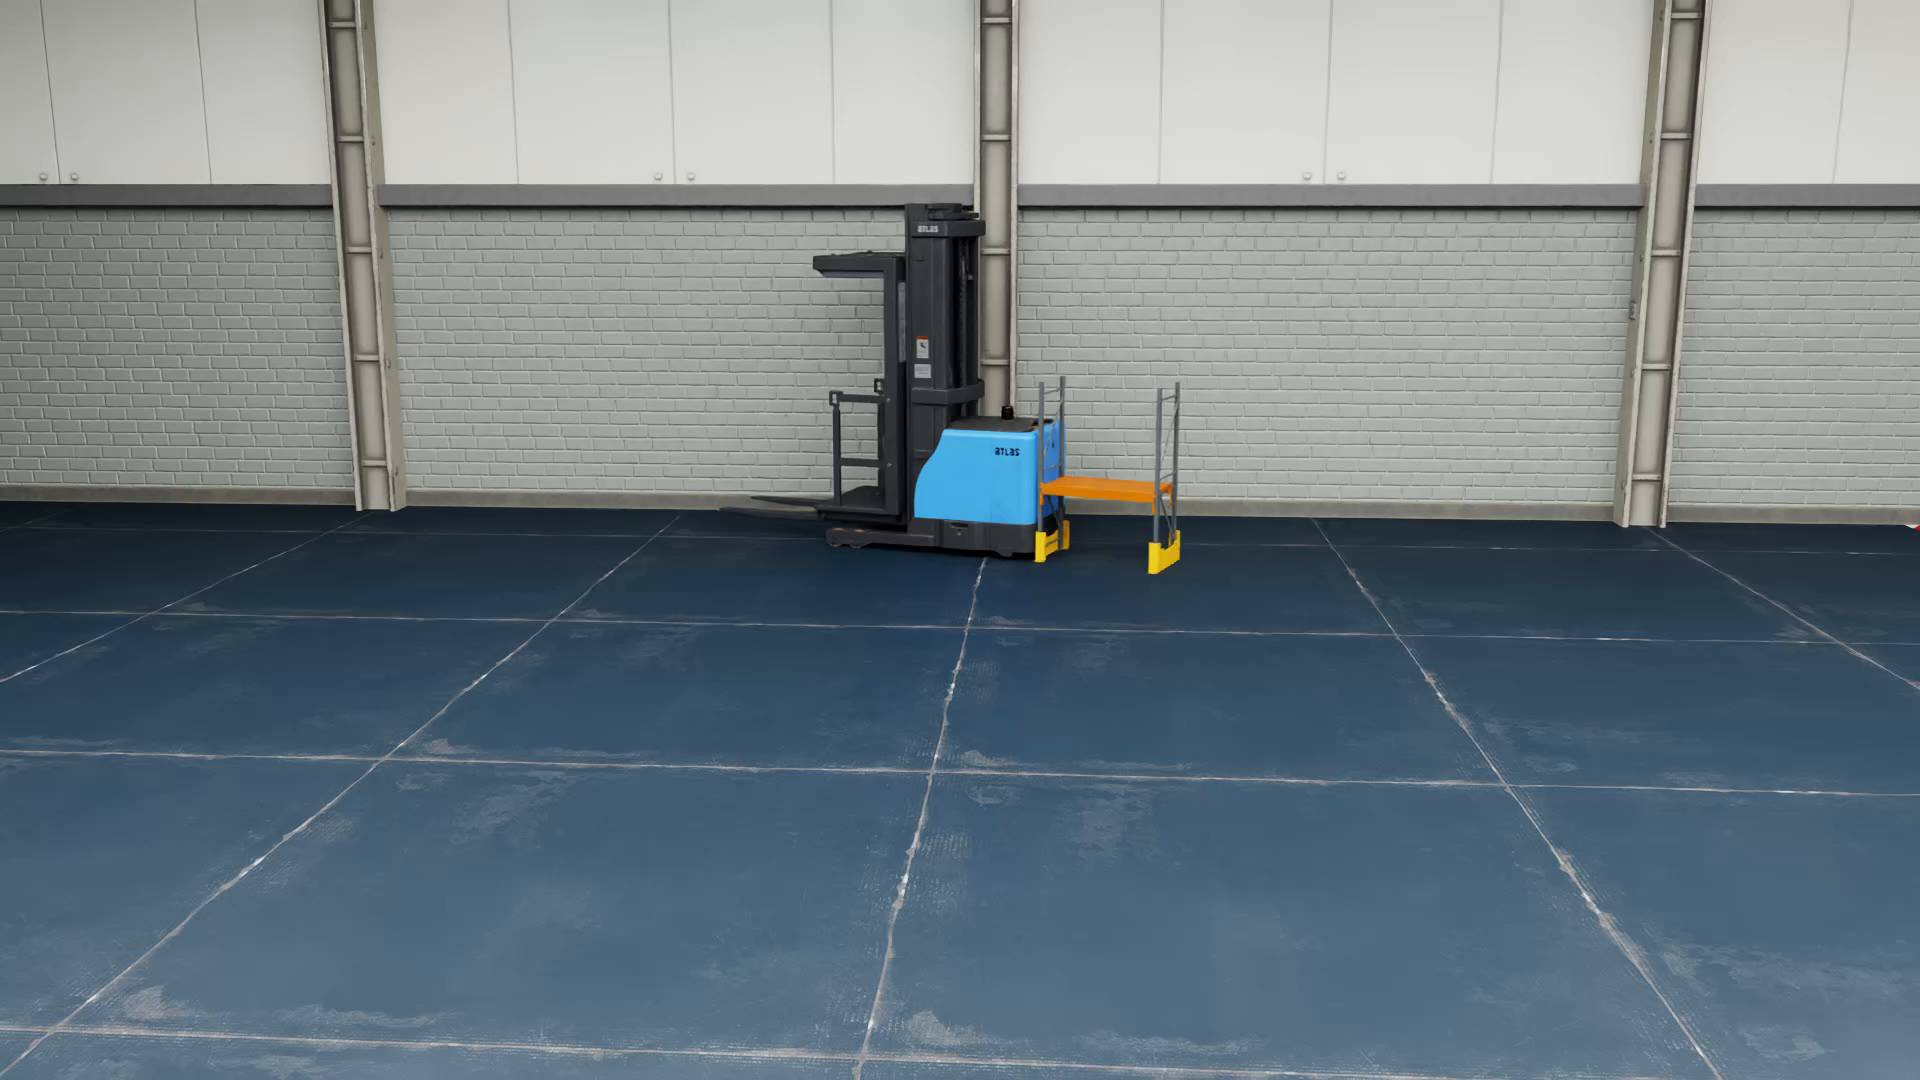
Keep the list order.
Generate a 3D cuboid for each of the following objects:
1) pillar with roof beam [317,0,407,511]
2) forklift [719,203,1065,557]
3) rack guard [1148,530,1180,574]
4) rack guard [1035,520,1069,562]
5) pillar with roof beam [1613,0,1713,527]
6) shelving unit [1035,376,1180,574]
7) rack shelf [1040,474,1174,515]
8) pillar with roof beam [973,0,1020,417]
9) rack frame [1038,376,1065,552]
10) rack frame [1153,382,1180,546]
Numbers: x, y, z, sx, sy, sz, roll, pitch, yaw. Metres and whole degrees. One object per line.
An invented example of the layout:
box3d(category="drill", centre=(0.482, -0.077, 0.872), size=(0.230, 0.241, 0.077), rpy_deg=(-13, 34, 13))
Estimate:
box3d(category="pillar with roof beam", centre=(-5.942, -3.839, 11.142), size=(0.400, 9.000, 9.100), rpy_deg=(1, 12, 4))
box3d(category="forklift", centre=(-0.642, -1.455, 14.565), size=(3.031, 2.935, 1.130), rpy_deg=(4, 13, 19))
box3d(category="rack guard", centre=(1.685, 0.095, 13.705), size=(0.087, 0.250, 0.587), rpy_deg=(6, 13, 25))
box3d(category="rack guard", centre=(0.785, 0.007, 14.124), size=(0.087, 0.250, 0.587), rpy_deg=(6, 13, 25))
box3d(category="pillar with roof beam", centre=(6.031, -3.675, 10.357), size=(0.400, 9.000, 9.100), rpy_deg=(1, 12, 4))
box3d(category="shelving unit", centre=(1.235, -0.561, 13.786), size=(1.083, 1.500, 0.587), rpy_deg=(6, 13, 25))
box3d(category="rack shelf", centre=(1.227, -0.386, 13.827), size=(1.000, 0.185, 0.538), rpy_deg=(6, 13, 25))
box3d(category="pillar with roof beam", centre=(0.044, -3.757, 10.749), size=(0.400, 9.000, 9.100), rpy_deg=(1, 12, 4))
box3d(category="rack frame", centre=(0.768, -0.606, 14.004), size=(0.032, 1.500, 0.500), rpy_deg=(6, 13, 25))
box3d(category="rack frame", centre=(1.686, -0.517, 13.576), size=(0.032, 1.500, 0.500), rpy_deg=(6, 13, 25))
